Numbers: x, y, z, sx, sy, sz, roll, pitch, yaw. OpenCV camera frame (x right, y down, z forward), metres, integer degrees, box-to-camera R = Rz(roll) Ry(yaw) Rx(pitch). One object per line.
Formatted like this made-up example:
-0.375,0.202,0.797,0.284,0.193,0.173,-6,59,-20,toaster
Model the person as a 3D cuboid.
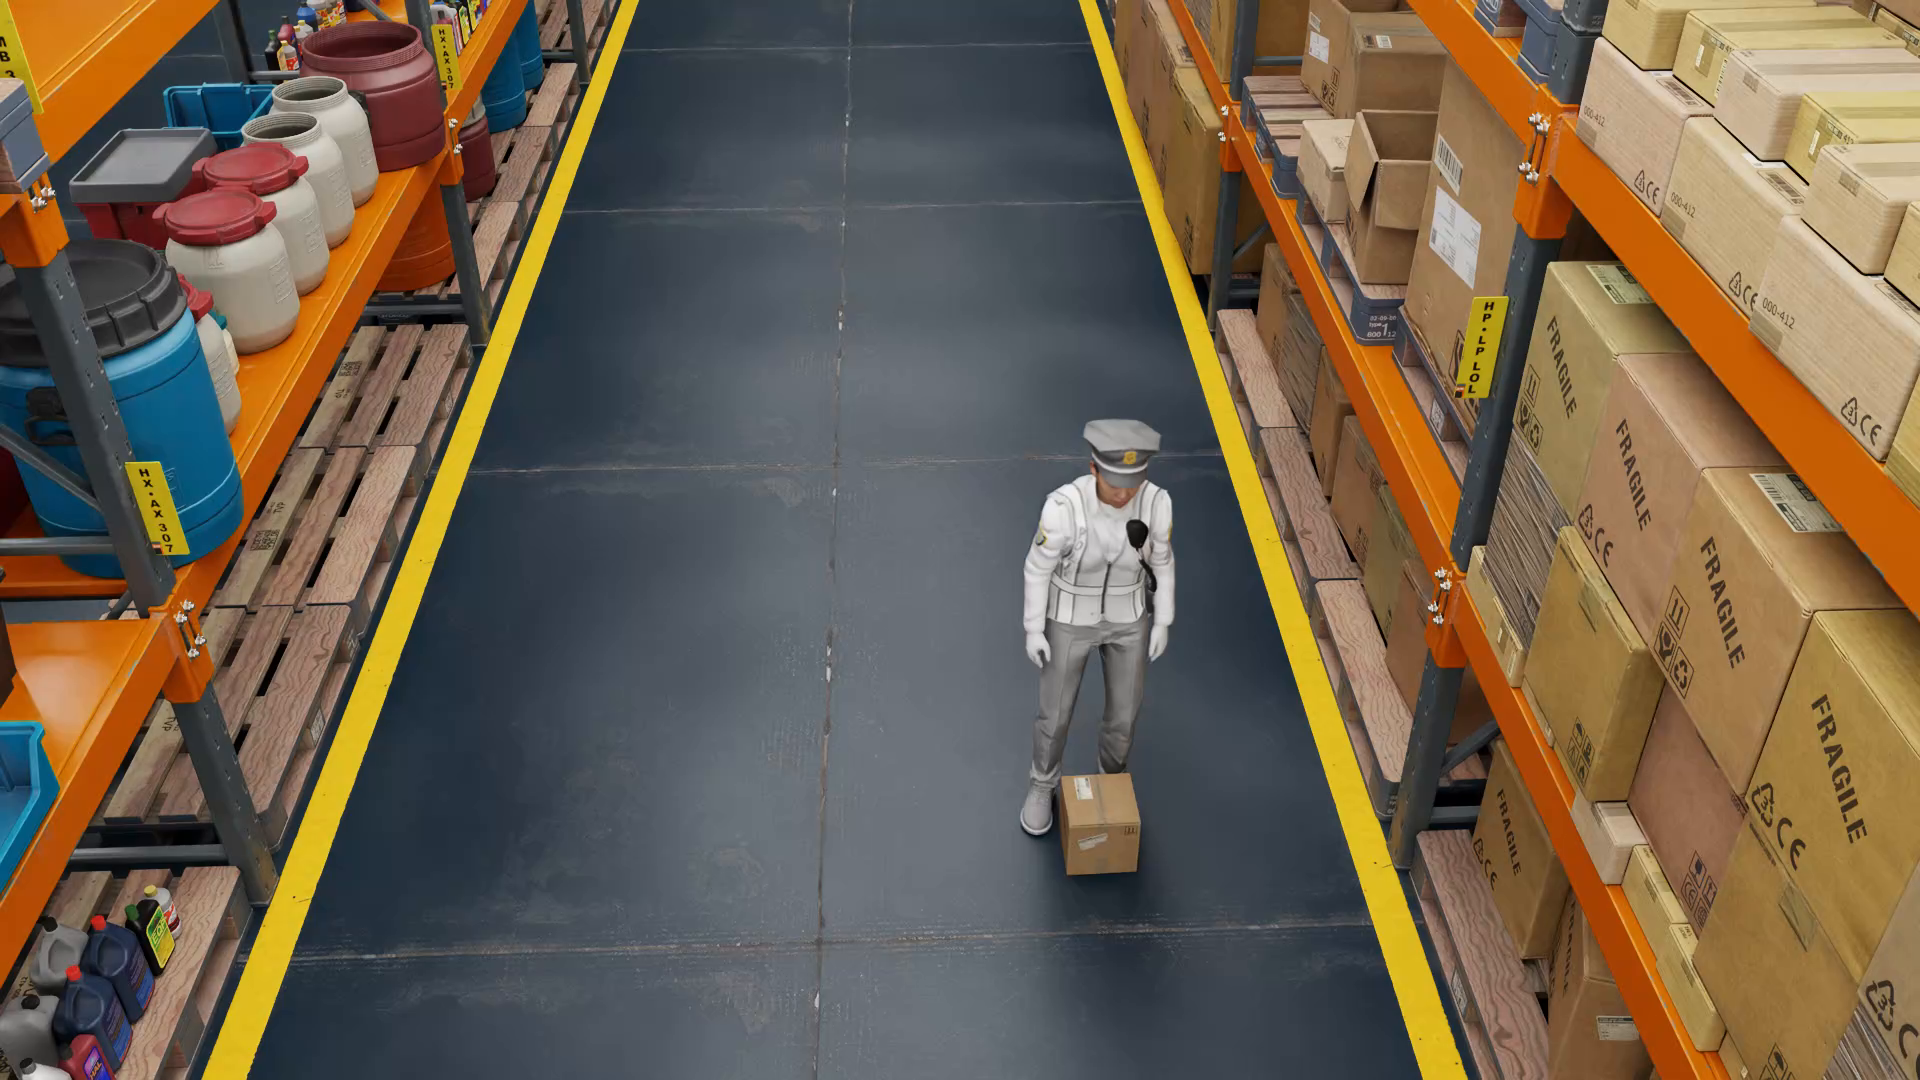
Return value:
0.478,0.299,5.725,0.530,1.662,0.376,-3,36,-4,person
